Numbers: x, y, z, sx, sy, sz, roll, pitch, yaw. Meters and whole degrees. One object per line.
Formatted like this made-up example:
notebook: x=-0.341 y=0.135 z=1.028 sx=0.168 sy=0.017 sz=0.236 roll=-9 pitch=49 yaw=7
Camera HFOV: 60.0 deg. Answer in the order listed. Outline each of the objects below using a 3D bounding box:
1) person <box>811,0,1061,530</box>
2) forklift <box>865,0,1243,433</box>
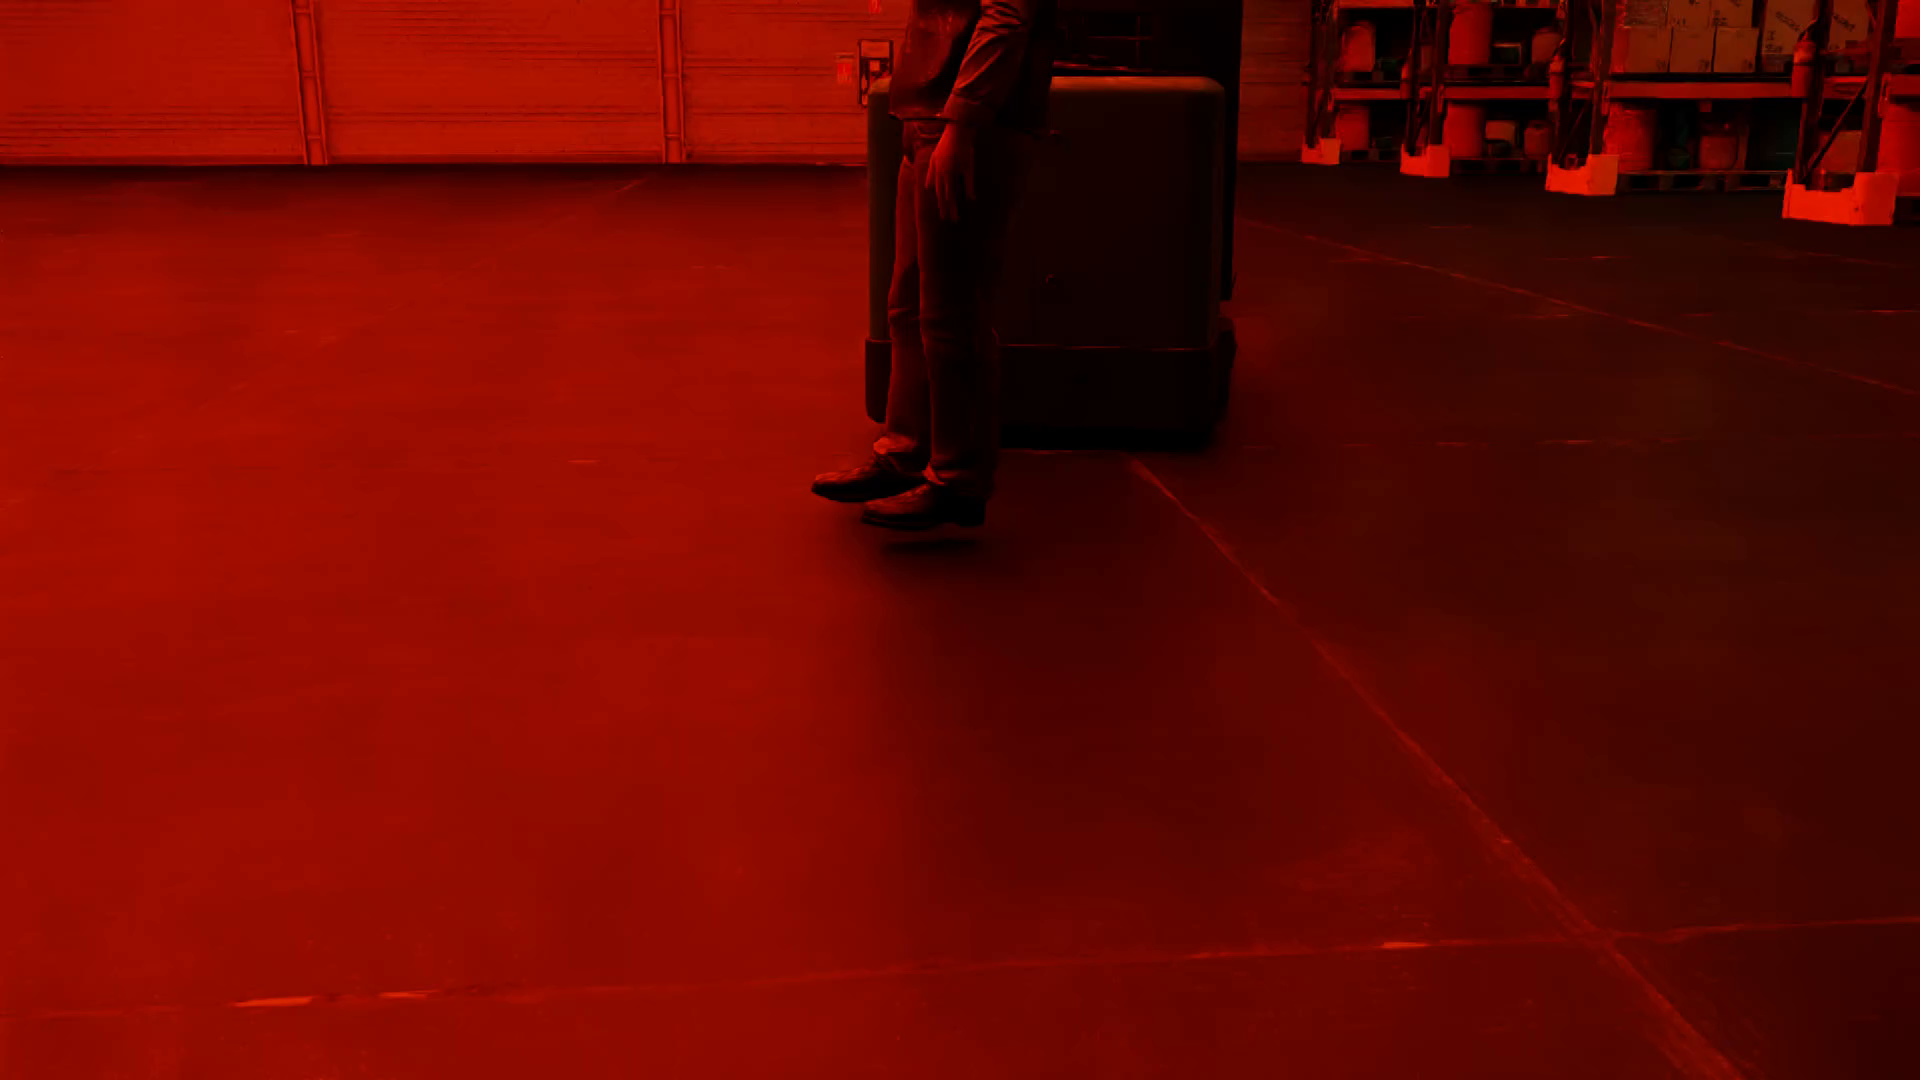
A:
person: x=-0.063 y=-0.878 z=3.706 sx=0.567 sy=1.720 sz=0.632 roll=-1 pitch=15 yaw=-5
forklift: x=0.487 y=-2.065 z=6.027 sx=1.130 sy=2.935 sz=3.031 roll=3 pitch=15 yaw=10
